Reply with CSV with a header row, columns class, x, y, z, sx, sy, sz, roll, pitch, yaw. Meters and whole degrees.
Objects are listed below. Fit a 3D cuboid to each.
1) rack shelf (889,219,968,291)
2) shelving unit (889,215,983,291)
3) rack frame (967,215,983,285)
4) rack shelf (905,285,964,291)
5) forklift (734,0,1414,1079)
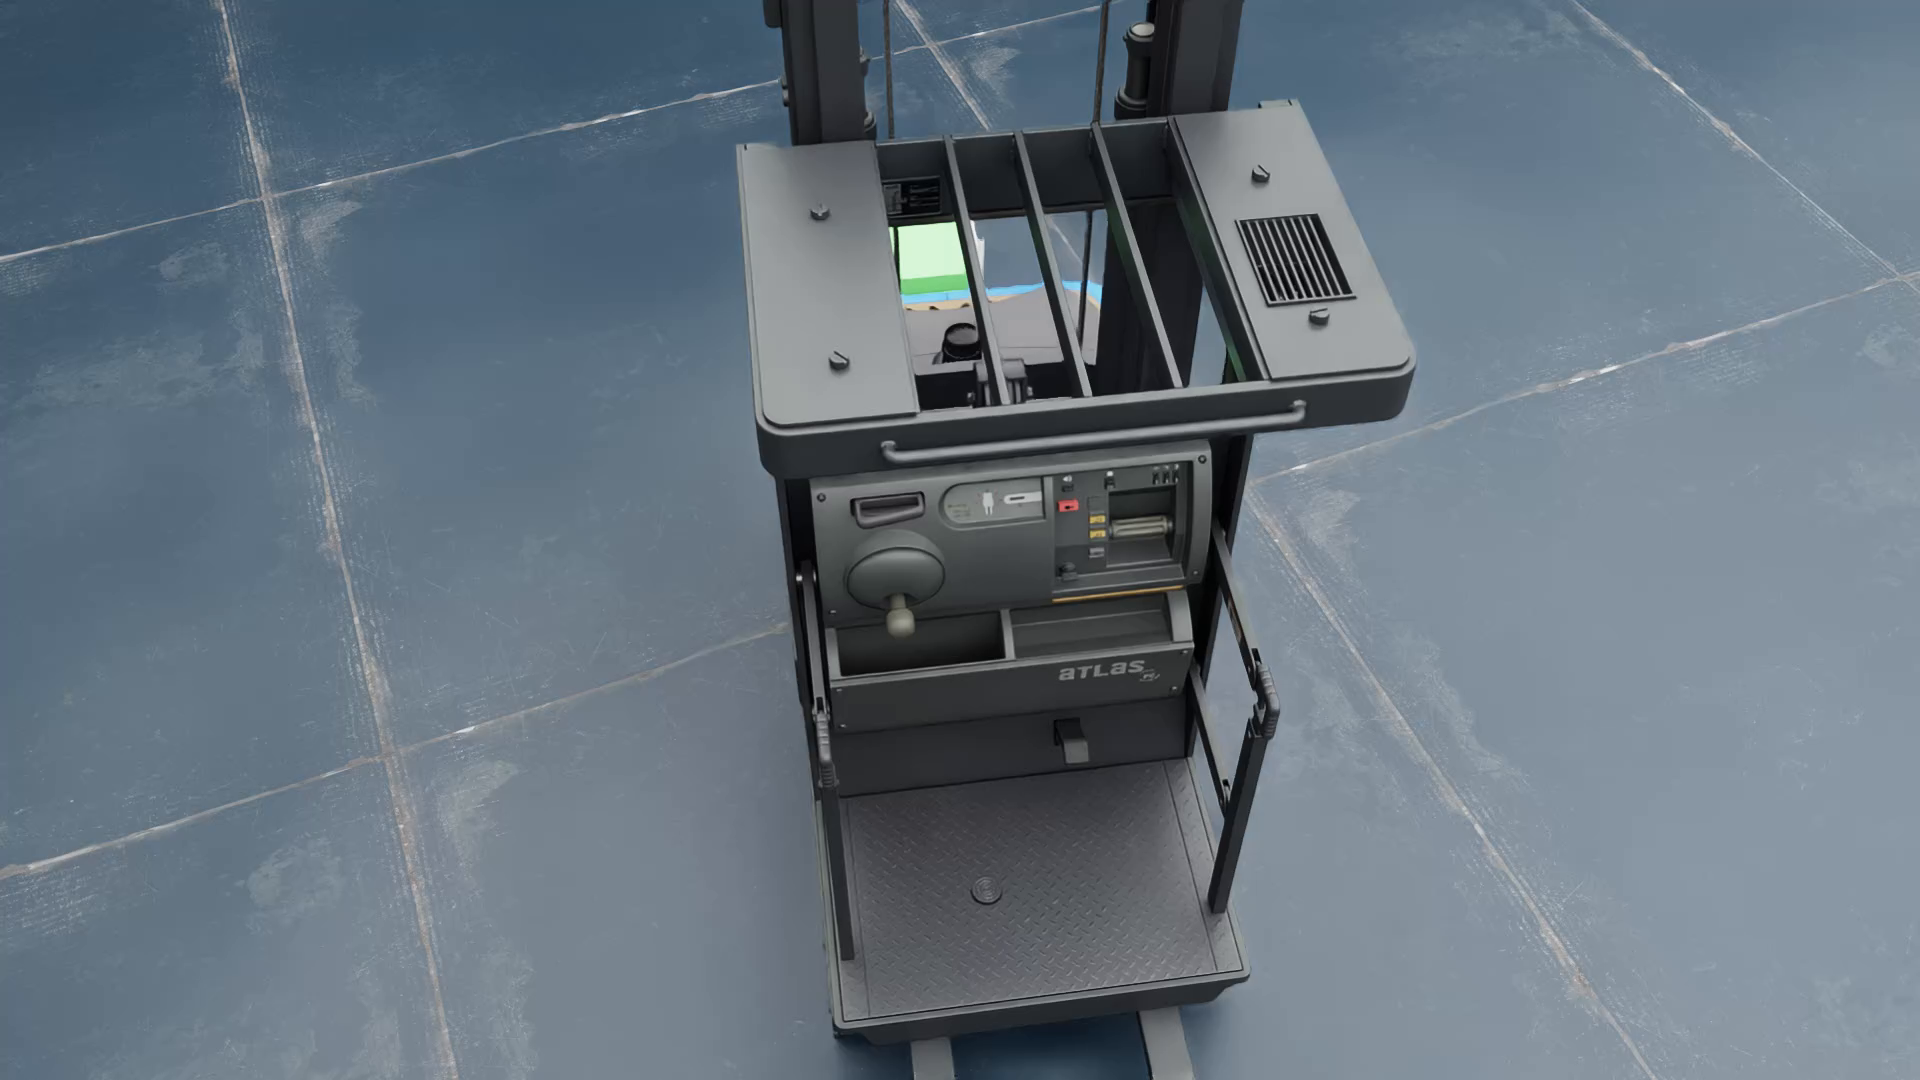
class,x,y,z,sx,sy,sz,roll,pitch,yaw
rack shelf,-0.199,-0.848,5.139,0.480,0.148,0.258,-6,50,-5
shelving unit,-0.199,-0.577,5.455,0.503,1.200,0.258,-6,50,-5
rack frame,0.043,-0.604,5.478,0.015,1.200,0.240,-6,50,-5
rack shelf,-0.199,-0.692,5.321,0.480,0.148,0.258,-6,50,-5
forklift,0.155,0.092,3.739,1.130,2.935,3.031,-6,50,-5
